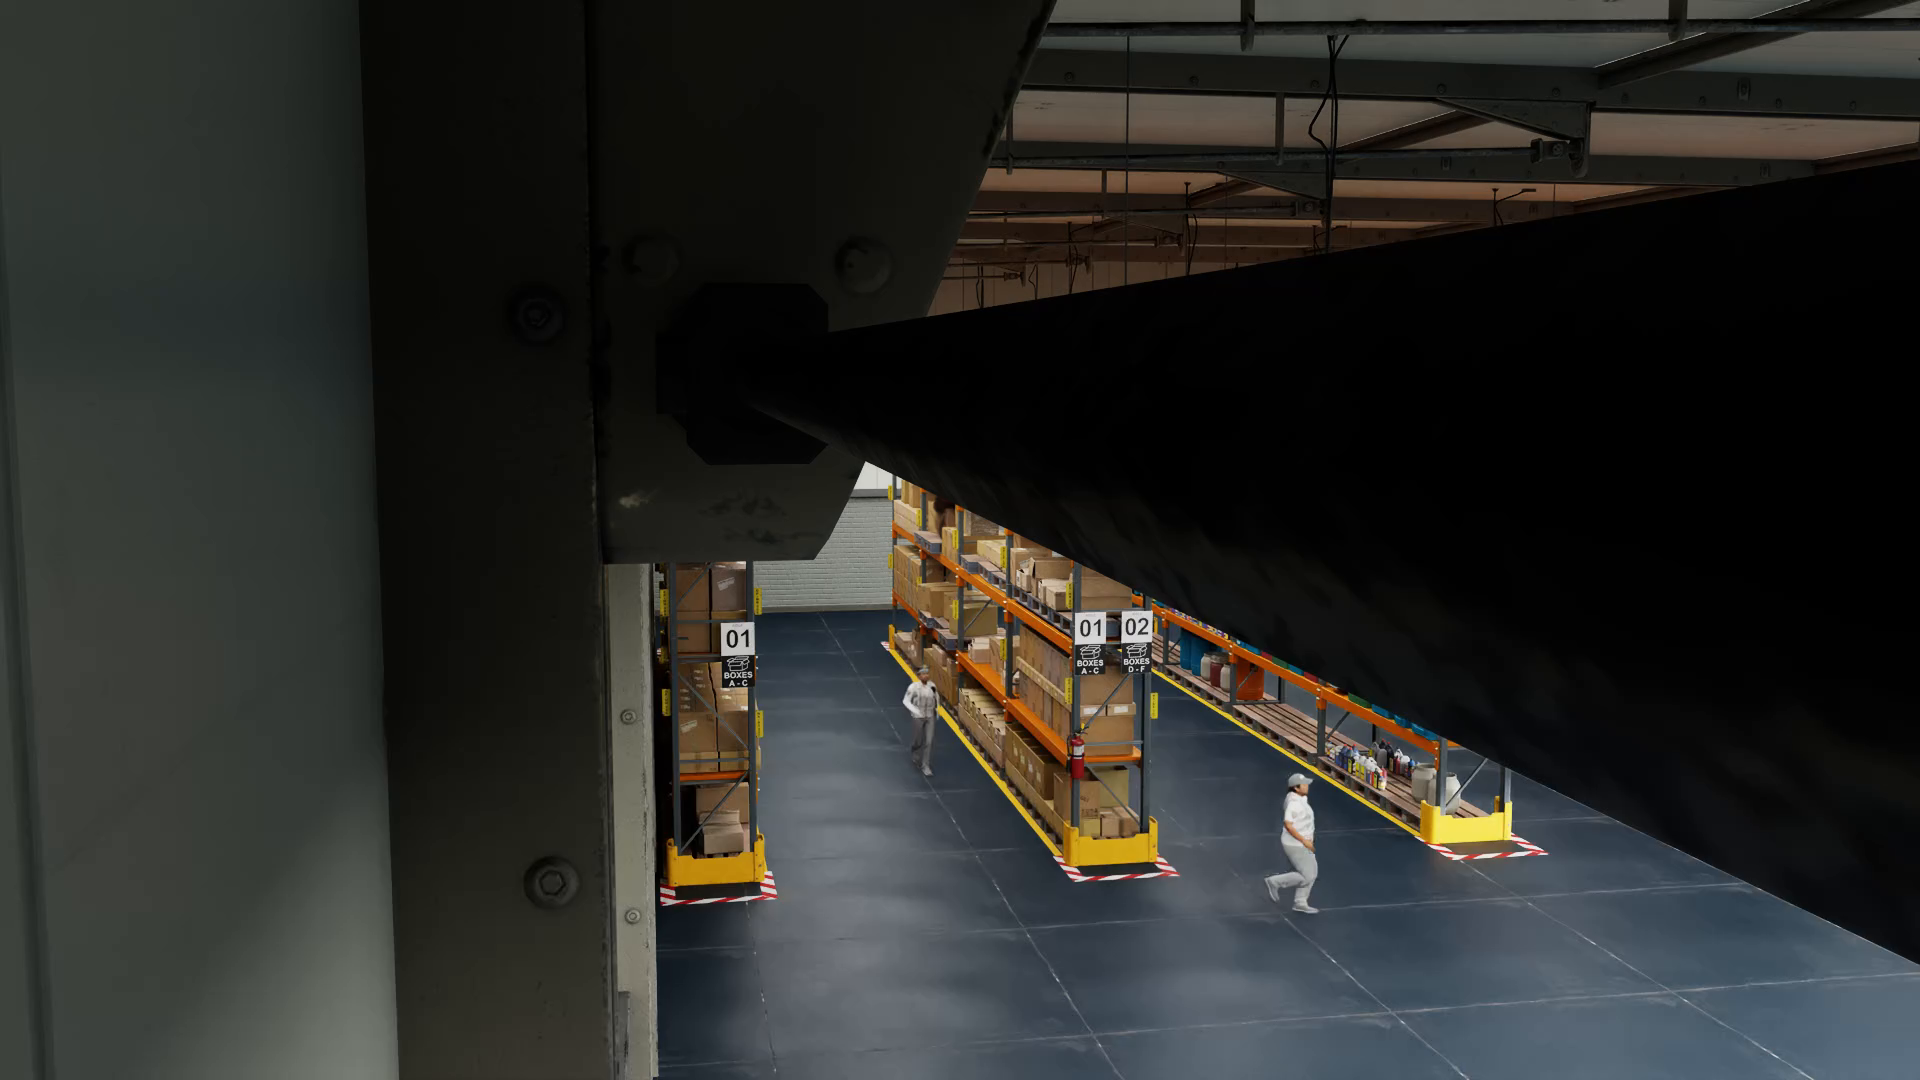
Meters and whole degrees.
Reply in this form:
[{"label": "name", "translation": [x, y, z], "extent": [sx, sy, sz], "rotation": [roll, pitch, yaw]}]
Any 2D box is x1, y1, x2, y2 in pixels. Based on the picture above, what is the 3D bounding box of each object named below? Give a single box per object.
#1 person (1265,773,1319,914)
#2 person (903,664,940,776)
[{"label": "person", "translation": [3.821, 3.476, 19.078], "extent": [0.612, 1.633, 0.615], "rotation": [1, 6, 12]}, {"label": "person", "translation": [-0.579, 2.735, 25.656], "extent": [0.623, 1.688, 0.785], "rotation": [-2, 6, -17]}]
